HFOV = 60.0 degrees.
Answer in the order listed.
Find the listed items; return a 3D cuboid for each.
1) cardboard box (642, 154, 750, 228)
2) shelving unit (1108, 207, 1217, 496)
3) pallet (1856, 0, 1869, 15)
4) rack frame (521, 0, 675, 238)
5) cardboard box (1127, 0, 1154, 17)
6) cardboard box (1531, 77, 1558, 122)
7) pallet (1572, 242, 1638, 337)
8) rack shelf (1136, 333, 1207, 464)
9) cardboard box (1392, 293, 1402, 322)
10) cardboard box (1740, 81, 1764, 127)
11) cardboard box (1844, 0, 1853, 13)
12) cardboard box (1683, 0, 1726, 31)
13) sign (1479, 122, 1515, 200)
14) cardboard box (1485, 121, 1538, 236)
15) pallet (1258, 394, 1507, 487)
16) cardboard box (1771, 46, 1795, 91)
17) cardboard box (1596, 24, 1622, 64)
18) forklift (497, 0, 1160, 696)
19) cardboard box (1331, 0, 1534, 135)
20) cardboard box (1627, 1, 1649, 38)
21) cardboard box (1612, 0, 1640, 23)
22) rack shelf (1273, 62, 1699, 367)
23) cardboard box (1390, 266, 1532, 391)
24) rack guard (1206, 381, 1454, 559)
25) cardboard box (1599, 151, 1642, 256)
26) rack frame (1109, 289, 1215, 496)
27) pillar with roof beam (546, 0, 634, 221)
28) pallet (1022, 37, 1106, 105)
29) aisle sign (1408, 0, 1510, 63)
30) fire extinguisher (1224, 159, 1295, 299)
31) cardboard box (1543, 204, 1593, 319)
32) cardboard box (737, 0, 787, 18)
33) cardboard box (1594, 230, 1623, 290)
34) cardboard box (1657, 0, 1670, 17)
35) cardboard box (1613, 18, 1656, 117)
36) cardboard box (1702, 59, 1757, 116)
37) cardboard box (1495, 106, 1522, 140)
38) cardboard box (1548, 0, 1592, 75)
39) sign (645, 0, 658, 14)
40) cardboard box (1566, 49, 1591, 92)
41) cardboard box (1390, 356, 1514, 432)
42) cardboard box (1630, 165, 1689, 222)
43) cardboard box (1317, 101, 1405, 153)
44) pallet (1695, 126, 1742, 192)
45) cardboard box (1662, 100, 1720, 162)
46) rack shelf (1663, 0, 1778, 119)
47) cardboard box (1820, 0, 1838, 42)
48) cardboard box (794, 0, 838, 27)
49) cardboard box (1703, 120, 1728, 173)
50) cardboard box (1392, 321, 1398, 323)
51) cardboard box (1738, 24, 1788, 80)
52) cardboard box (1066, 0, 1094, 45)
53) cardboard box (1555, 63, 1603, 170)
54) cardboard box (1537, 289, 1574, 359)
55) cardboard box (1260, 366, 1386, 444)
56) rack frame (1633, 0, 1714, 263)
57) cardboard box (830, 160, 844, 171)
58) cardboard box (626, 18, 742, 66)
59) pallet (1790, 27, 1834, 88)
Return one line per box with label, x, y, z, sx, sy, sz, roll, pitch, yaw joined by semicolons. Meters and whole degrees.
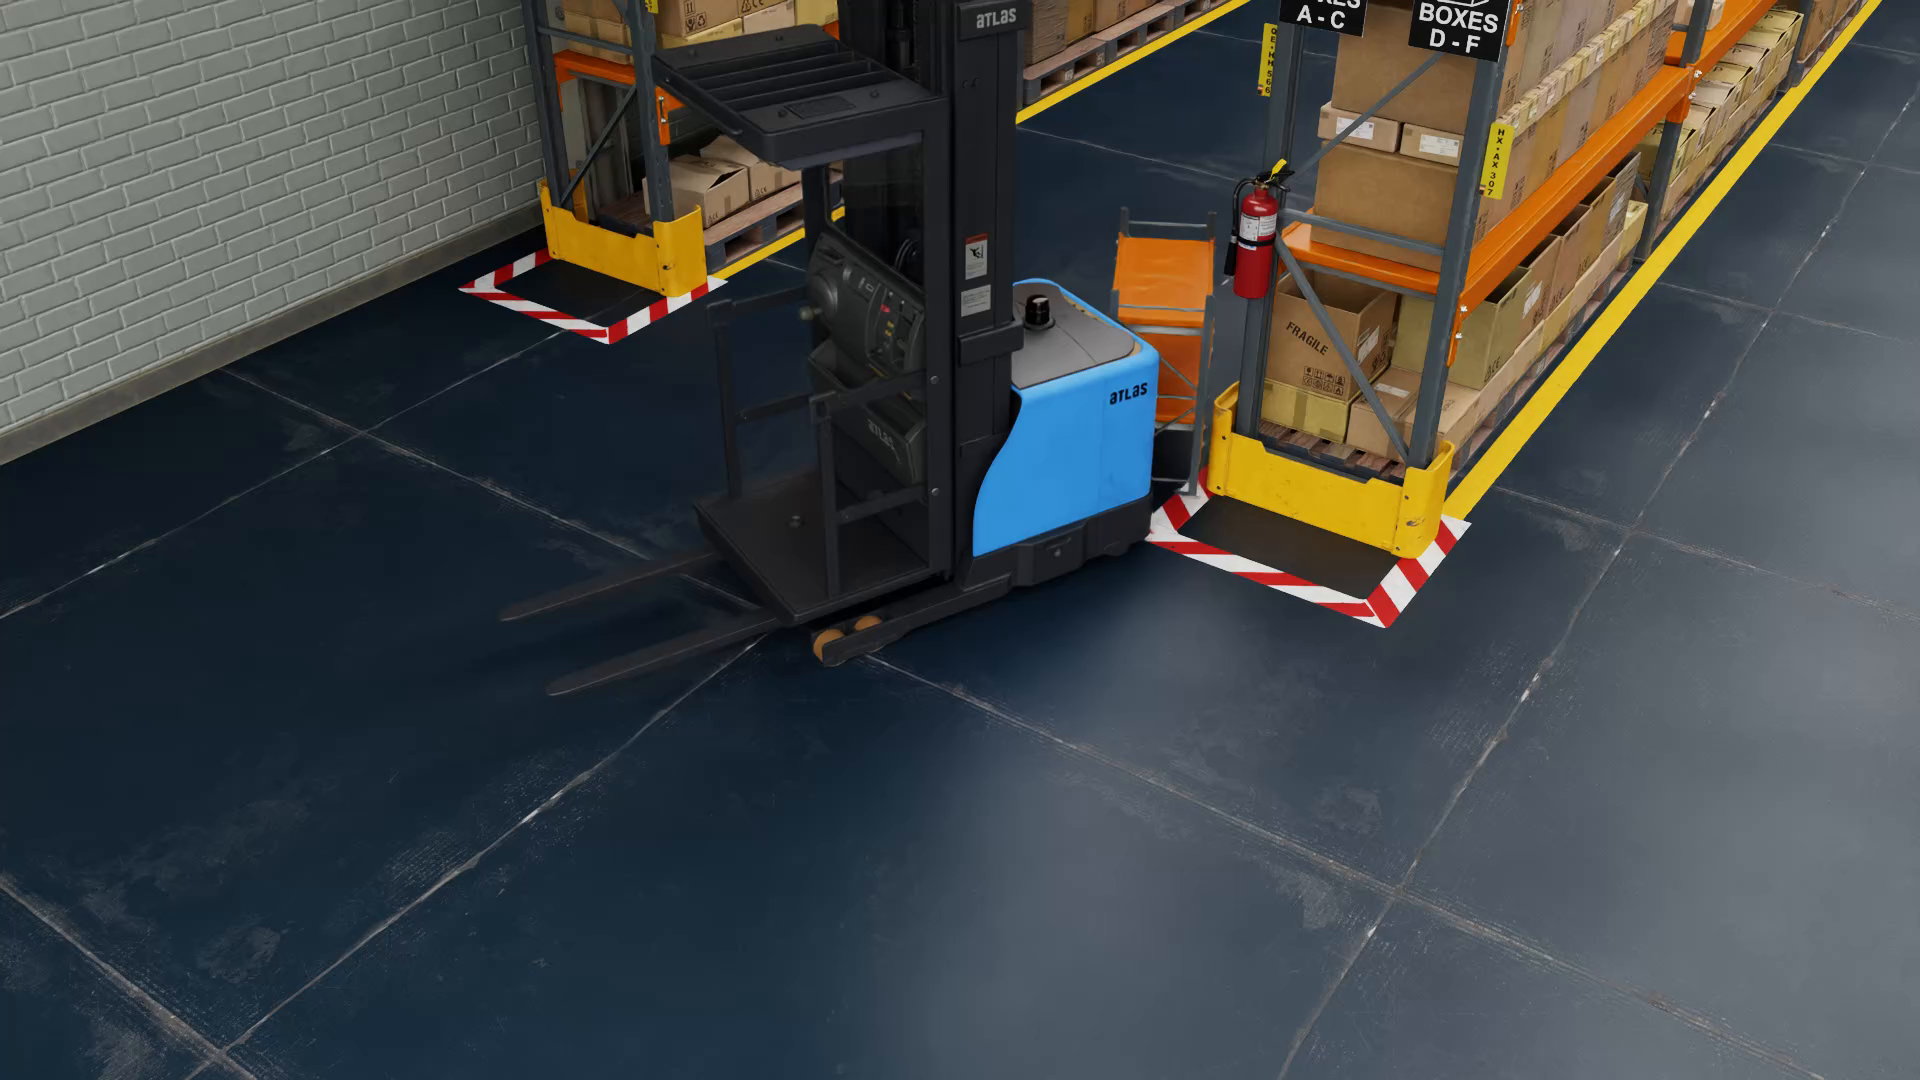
cardboard box;-1.755;-2.351;11.057;0.500;0.311;0.500;17;37;23
shelving unit;1.041;-1.001;8.726;0.538;1.125;1.048;4;34;6
pallet;8.258;-5.394;16.038;1.003;0.211;1.213;21;39;28
rack frame;-2.224;-2.993;9.999;1.000;3.000;0.127;21;39;28
cardboard box;1.321;-5.036;14.858;0.700;0.500;0.500;21;39;28
cardboard box;2.686;-2.187;8.138;0.380;0.149;0.250;21;39;28
pallet;3.641;-1.746;10.643;1.003;0.211;1.213;21;39;28
rack shelf;1.041;-0.799;8.863;0.538;0.278;1.000;4;34;6
cardboard box;2.467;-1.565;9.297;0.500;0.500;0.500;21;39;28
cardboard box;5.730;-3.341;12.592;0.500;0.250;0.500;22;40;29
cardboard box;7.781;-5.073;14.913;0.500;0.500;0.500;20;39;27
cardboard box;4.802;-3.492;10.960;0.380;0.149;0.250;21;39;28
sign;2.301;-1.624;7.131;0.100;0.325;0.005;21;39;28
cardboard box;2.420;-1.908;8.305;0.700;0.500;0.500;22;40;29
pallet;2.250;-0.623;8.983;1.003;0.211;1.213;21;39;28
cardboard box;6.310;-3.809;13.285;0.500;0.250;0.500;22;40;29
cardboard box;3.275;-2.663;8.842;0.380;0.149;0.250;23;40;30
forklift;-0.589;-0.988;7.095;3.031;2.935;1.130;-19;38;-26
cardboard box;2.155;-2.227;7.618;0.700;0.500;0.500;21;40;28
cardboard box;3.568;-2.902;9.196;0.380;0.149;0.250;21;39;28
cardboard box;3.308;-3.163;9.002;0.700;0.500;0.500;21;39;28
rack shelf;2.988;-2.035;9.224;1.077;0.370;4.000;21;39;28
cardboard box;2.620;-1.165;8.705;0.500;0.500;0.500;21;39;28
rack guard;1.834;-0.366;8.345;1.175;0.500;0.348;21;39;28
cardboard box;3.749;-2.090;10.073;0.500;0.500;0.500;21;39;28
rack frame;0.974;-0.719;8.309;0.500;1.125;0.032;4;34;6
pillar with roof beam;1.002;-4.702;7.170;9.100;9.000;0.400;21;39;28
pallet;0.500;-4.038;14.032;1.003;0.211;1.213;21;39;28
aisle sign;2.062;-2.362;6.744;0.394;0.787;0.004;21;39;28
fire extinguisher;1.399;-1.475;7.822;0.296;0.674;0.183;21;39;28
cardboard box;3.194;-1.624;9.383;0.500;0.500;0.500;21;39;28
cardboard box;-1.415;-3.598;10.340;0.500;0.500;0.500;21;40;28
cardboard box;3.751;-1.778;10.282;0.500;0.250;0.500;21;39;28
cardboard box;3.860;-3.136;9.541;0.380;0.149;0.250;20;39;27
cardboard box;3.586;-2.844;9.689;0.700;0.500;0.500;21;39;28
cardboard box;5.445;-3.339;12.089;0.500;0.311;0.500;22;40;29
cardboard box;2.397;-1.957;7.798;0.380;0.149;0.250;20;39;27
cardboard box;2.737;-2.703;8.322;0.700;0.500;0.500;21;40;28
sign;-1.778;-3.179;9.500;0.100;0.325;0.005;21;39;28
cardboard box;2.981;-2.428;8.495;0.380;0.149;0.250;21;39;28
cardboard box;2.619;-0.855;8.916;0.500;0.250;0.500;21;39;28
cardboard box;4.562;-2.395;11.194;0.500;0.250;0.500;20;39;27
cardboard box;1.909;-1.960;7.802;0.380;0.149;0.250;21;39;27
pallet;5.212;-3.014;12.518;1.003;0.211;1.213;21;39;28
cardboard box;4.859;-2.860;11.381;0.500;0.311;0.500;21;39;28
rack shelf;5.269;-3.876;11.946;1.077;0.370;4.000;21;39;28
cardboard box;7.198;-4.602;14.216;0.500;0.500;0.500;20;39;27
cardboard box;-1.105;-3.539;10.921;0.500;0.250;0.500;21;39;27
cardboard box;5.148;-2.869;11.895;0.500;0.250;0.500;20;39;27
cardboard box;2.470;-1.254;9.506;0.500;0.250;0.500;21;39;28
cardboard box;6.022;-3.801;12.772;0.500;0.311;0.500;21;39;28
cardboard box;0.717;-4.579;14.182;0.700;0.500;0.500;20;39;27
cardboard box;3.005;-2.378;9.000;0.700;0.500;0.500;23;40;30
cardboard box;3.193;-1.313;9.594;0.500;0.250;0.500;21;39;28
cardboard box;1.911;-0.789;8.819;0.500;0.250;0.500;21;39;28
rack frame;4.129;-3.254;10.384;1.000;3.000;0.127;21;39;28
cardboard box;-0.971;-3.014;11.868;0.700;0.500;0.500;19;38;25
cardboard box;-1.685;-3.063;10.217;0.500;0.250;0.500;20;39;27
pallet;6.866;-4.271;14.377;1.003;0.211;1.213;21;39;28
